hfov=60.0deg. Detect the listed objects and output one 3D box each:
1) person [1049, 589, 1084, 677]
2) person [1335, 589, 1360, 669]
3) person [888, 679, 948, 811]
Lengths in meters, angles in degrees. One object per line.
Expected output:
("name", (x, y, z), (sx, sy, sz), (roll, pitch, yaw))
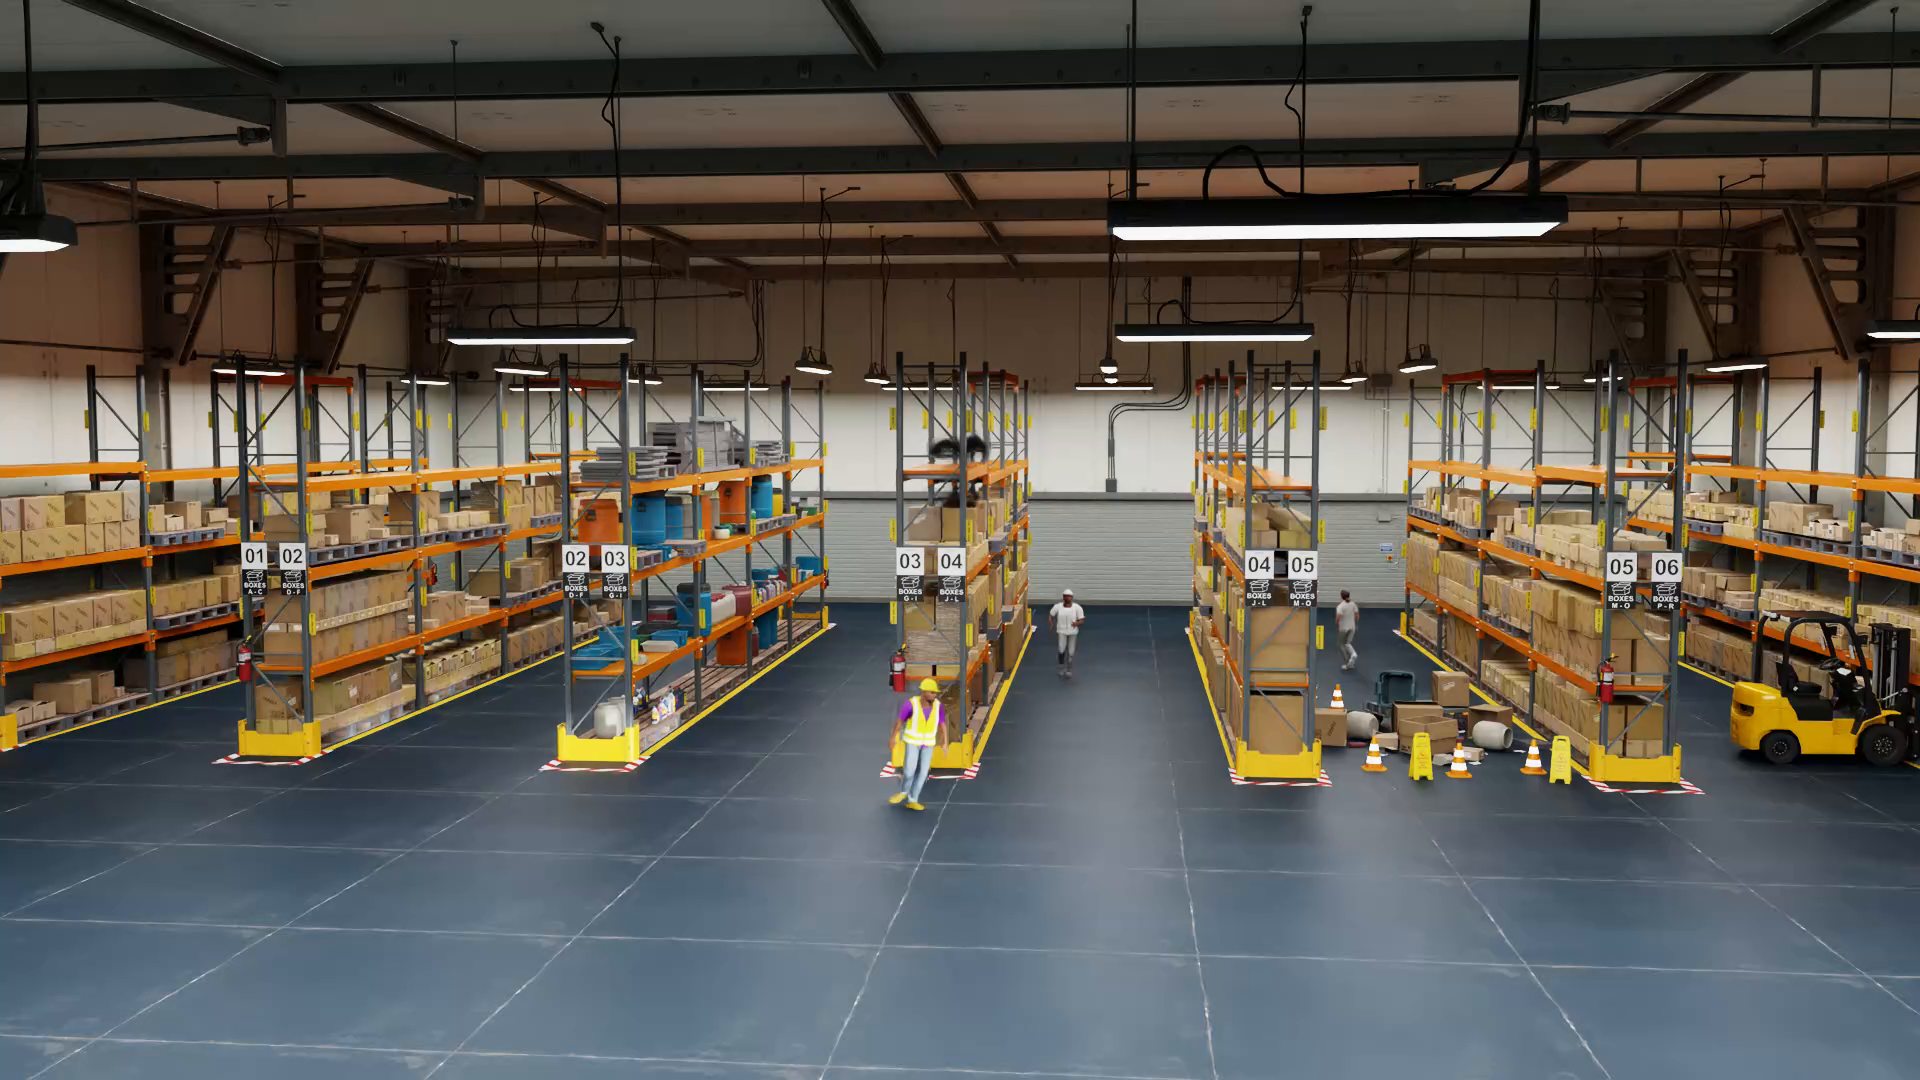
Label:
("person", (2.078, 1.818, 32.378), (0.686, 1.721, 0.641), (0, 4, 2))
("person", (7.853, 1.816, 33.568), (0.561, 1.613, 0.586), (-1, 4, -16))
("person", (-0.527, 2.624, 21.384), (0.715, 1.727, 0.606), (-2, 4, -21))
